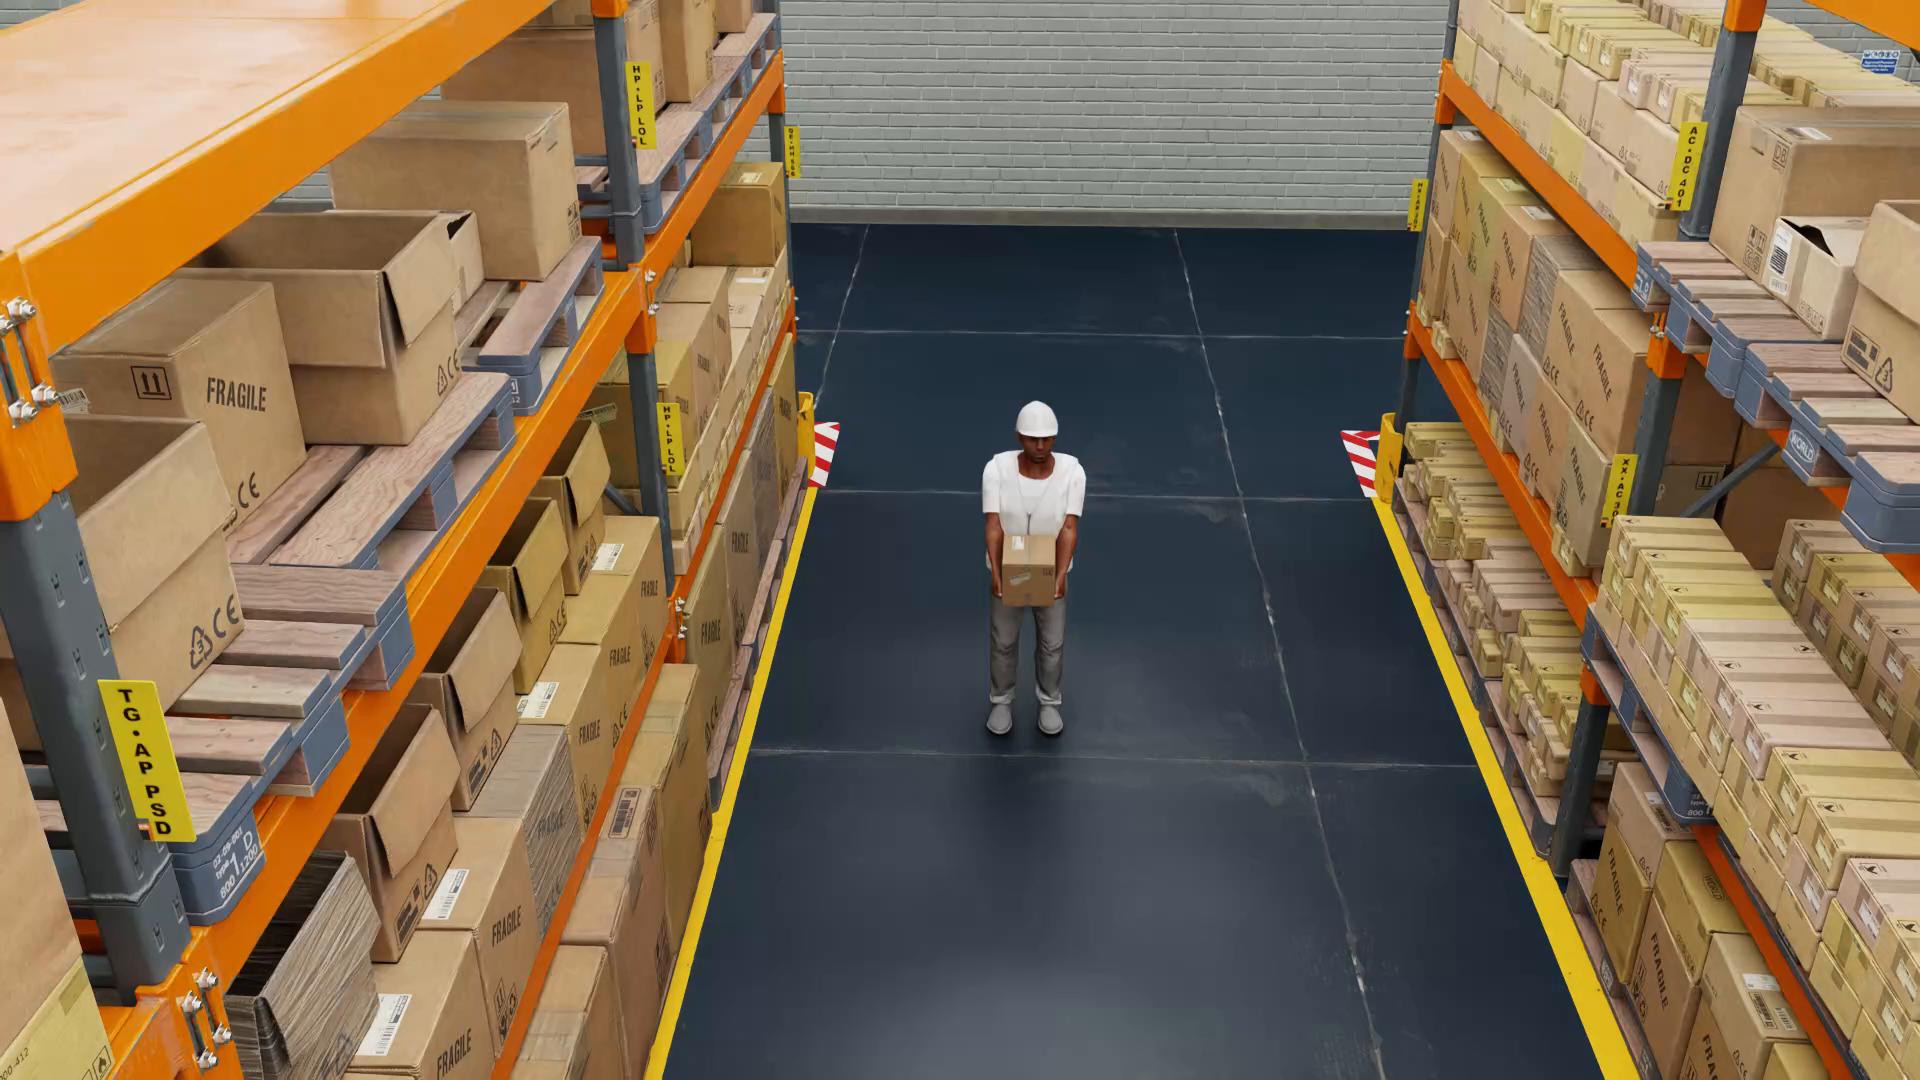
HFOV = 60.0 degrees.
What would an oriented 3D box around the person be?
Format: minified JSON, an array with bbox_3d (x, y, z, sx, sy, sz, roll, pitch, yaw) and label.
[{"bbox_3d":[0.355,0.196,8.228,0.504,1.761,0.578,1,28,3],"label":"person"}]
